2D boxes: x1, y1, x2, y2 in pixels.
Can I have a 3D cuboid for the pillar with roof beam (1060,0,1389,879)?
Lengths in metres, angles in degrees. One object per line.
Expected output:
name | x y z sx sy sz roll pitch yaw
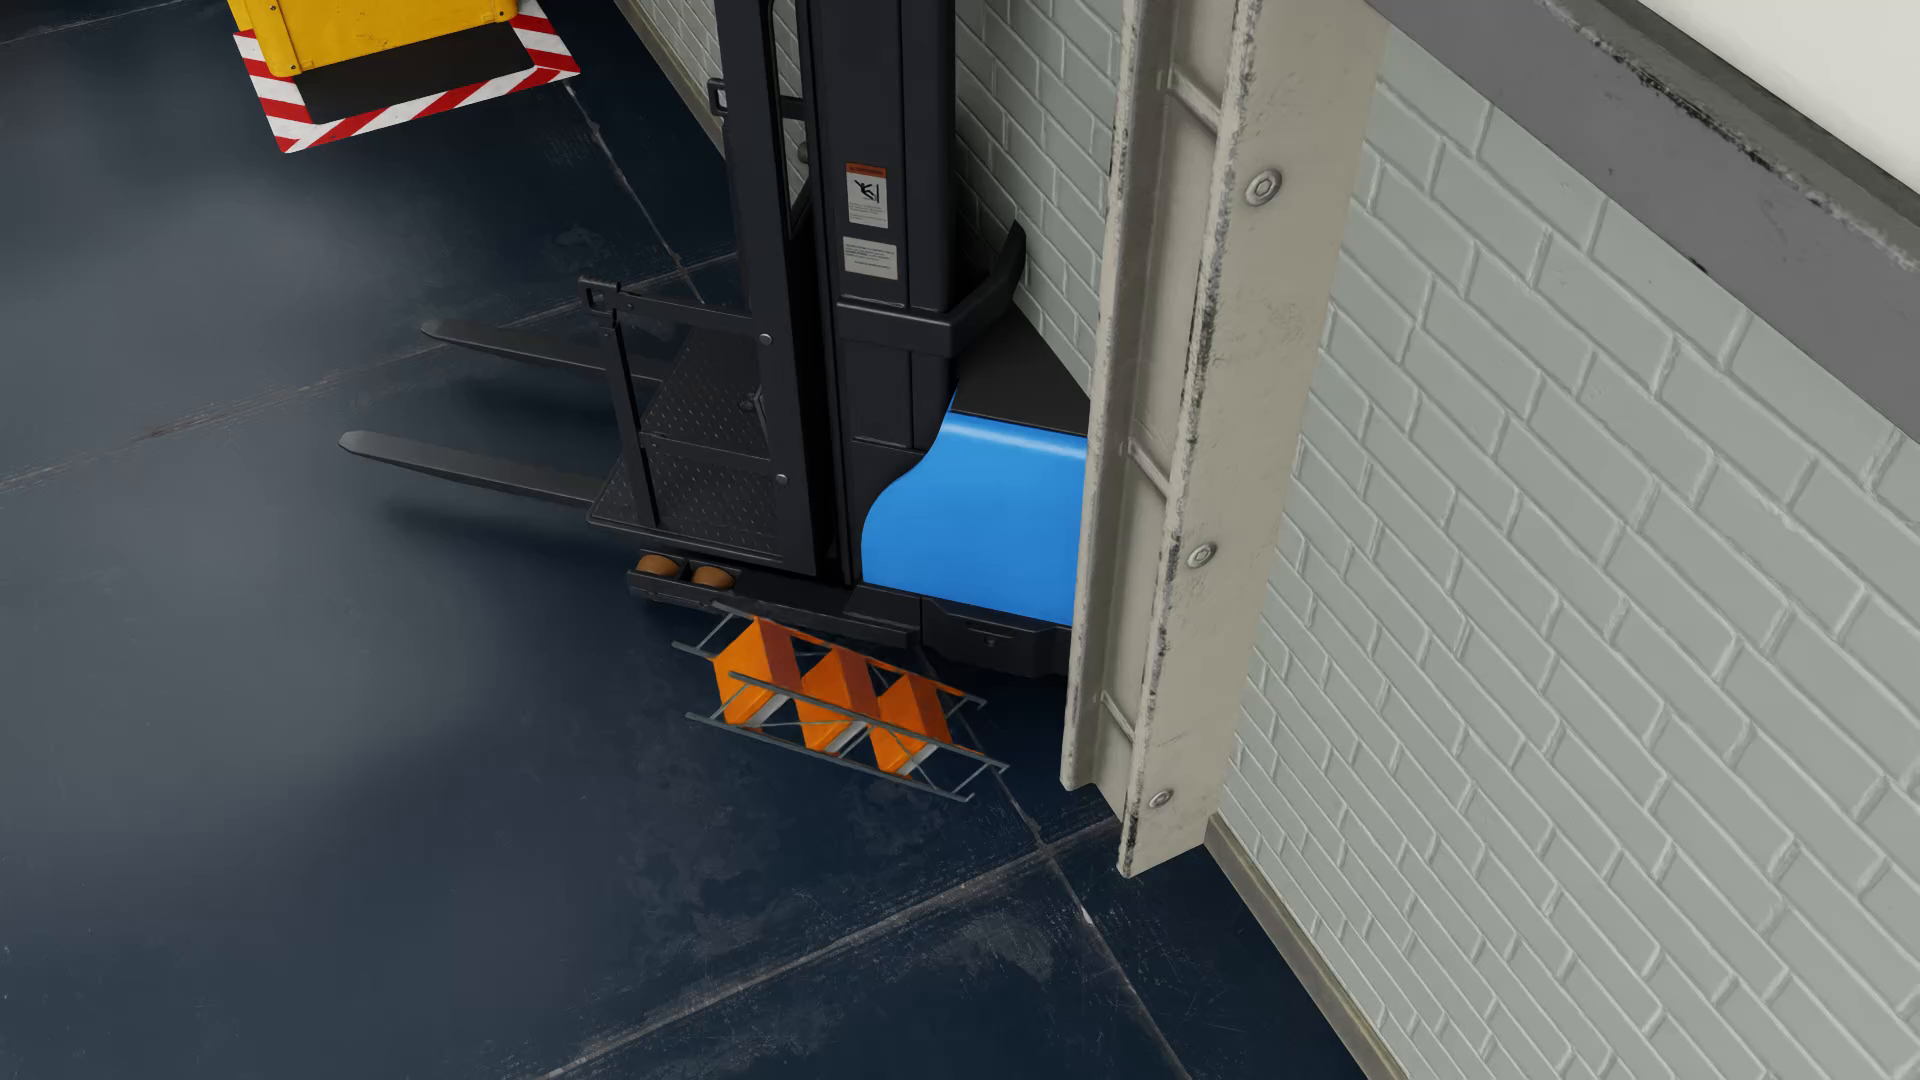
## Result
pillar with roof beam | -3.297 -0.669 0.357 9.100 9.000 0.400 -21 52 -18

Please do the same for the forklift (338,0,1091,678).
forklift | -0.606 -1.090 4.756 3.031 2.935 1.130 12 50 10

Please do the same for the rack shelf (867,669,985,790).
rack shelf | -0.115 0.569 4.921 0.259 0.215 0.240 24 33 -40

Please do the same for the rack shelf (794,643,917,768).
rack shelf | -0.311 0.481 4.743 0.259 0.215 0.240 24 33 -40

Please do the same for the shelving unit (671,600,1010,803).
shelving unit | -0.318 0.478 4.737 1.050 0.215 0.252 24 33 -40

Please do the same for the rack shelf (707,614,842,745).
rack shelf | -0.510 0.392 4.563 0.259 0.215 0.240 24 33 -40

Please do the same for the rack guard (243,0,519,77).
rack guard | -2.687 -2.577 7.672 1.175 0.500 0.348 -21 52 -18

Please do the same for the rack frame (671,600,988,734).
rack frame | -0.350 0.390 4.815 1.050 0.200 0.008 24 33 -40

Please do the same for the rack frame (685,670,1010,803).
rack frame | -0.286 0.565 4.658 1.050 0.200 0.008 24 33 -40
